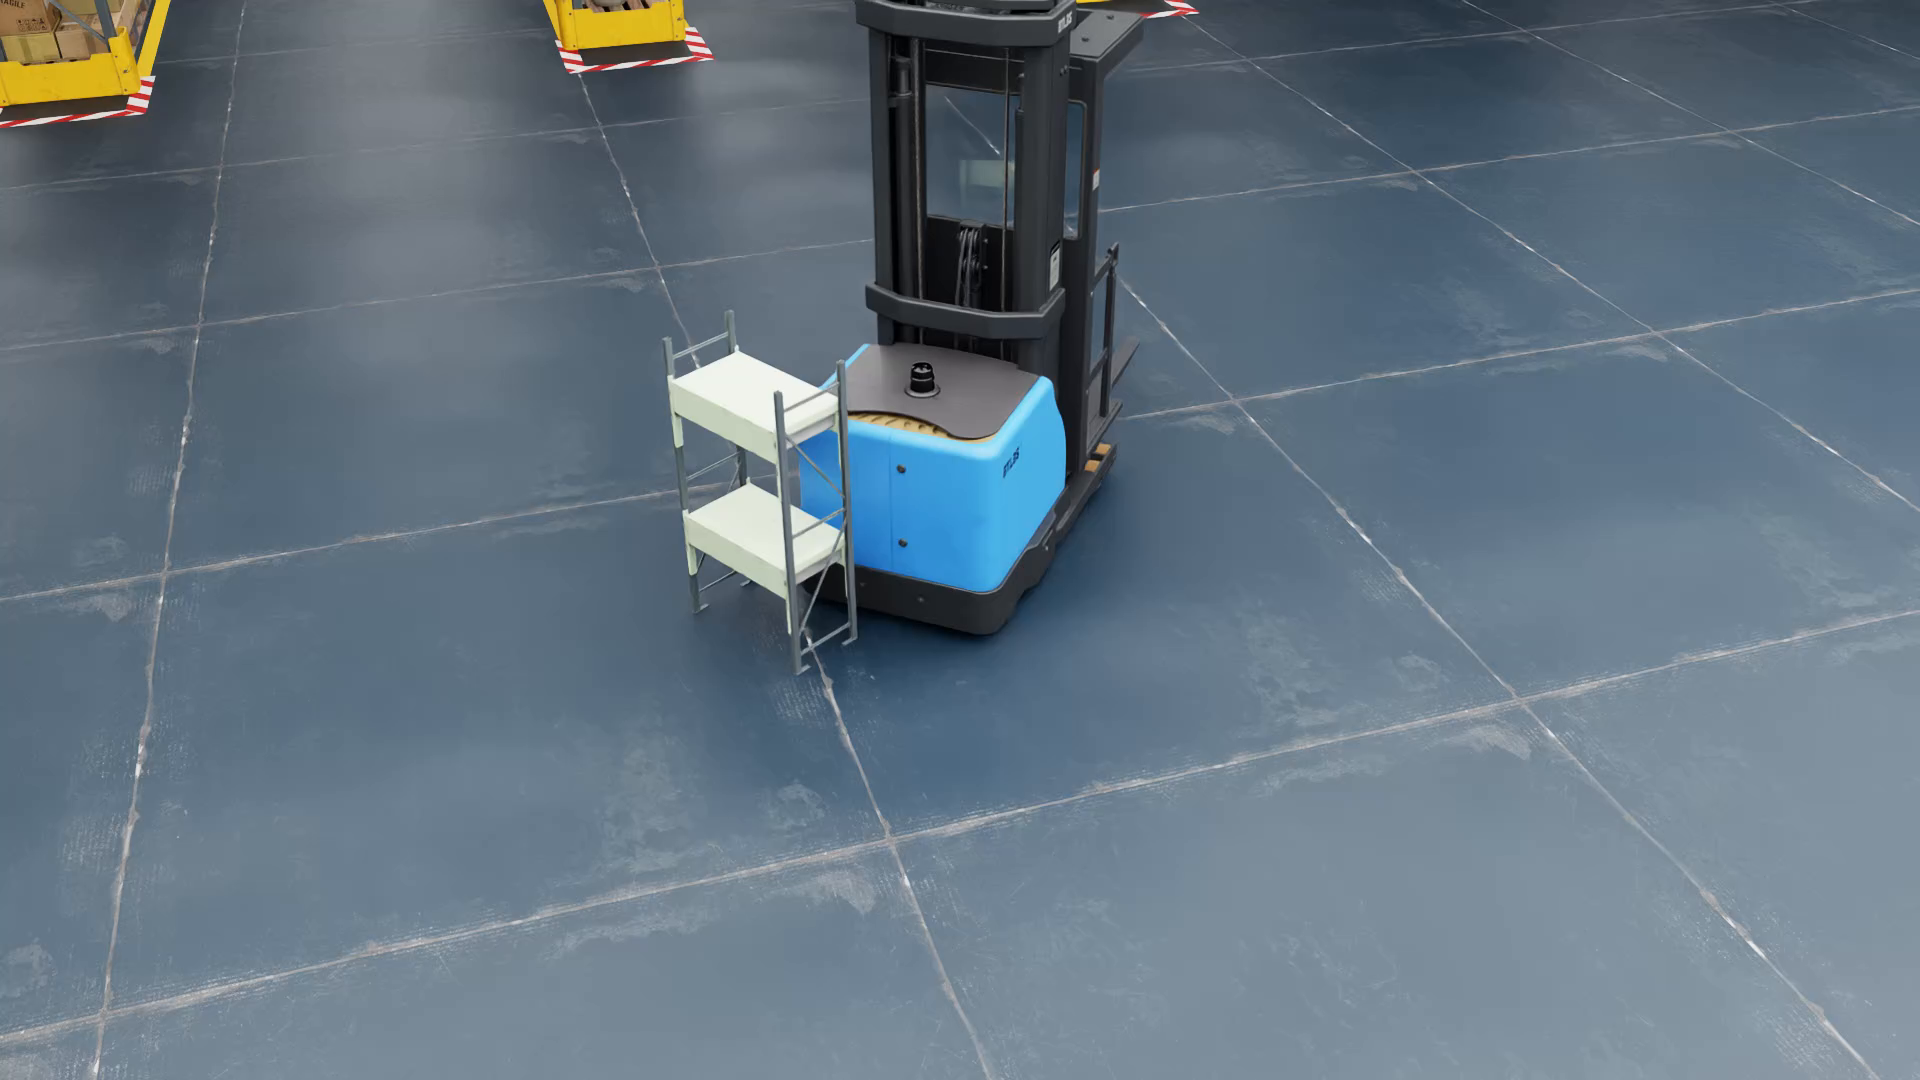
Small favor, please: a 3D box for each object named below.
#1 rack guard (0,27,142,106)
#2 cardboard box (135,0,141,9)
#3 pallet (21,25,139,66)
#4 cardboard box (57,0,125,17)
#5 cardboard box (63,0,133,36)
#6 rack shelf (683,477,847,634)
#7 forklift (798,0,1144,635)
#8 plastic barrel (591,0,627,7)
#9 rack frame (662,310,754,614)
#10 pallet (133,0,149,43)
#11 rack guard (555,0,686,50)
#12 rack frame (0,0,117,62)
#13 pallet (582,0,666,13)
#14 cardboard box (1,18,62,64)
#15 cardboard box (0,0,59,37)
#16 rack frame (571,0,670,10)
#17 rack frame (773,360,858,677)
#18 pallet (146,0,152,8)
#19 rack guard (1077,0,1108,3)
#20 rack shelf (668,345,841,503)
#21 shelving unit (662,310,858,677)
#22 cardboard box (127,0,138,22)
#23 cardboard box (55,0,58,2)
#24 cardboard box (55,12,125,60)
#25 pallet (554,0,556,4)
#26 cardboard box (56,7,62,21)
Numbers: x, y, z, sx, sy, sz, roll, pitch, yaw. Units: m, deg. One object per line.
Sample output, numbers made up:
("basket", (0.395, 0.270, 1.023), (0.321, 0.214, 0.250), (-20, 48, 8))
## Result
("rack guard", (-7.890, -4.159, 14.590), (1.175, 0.500, 0.348), (-10, 35, -15))
("cardboard box", (-8.305, -5.349, 16.237), (0.500, 0.250, 0.500), (-10, 35, -15))
("pallet", (-8.170, -4.445, 15.285), (1.003, 0.211, 1.213), (-10, 35, -15))
("cardboard box", (-8.003, -5.136, 15.235), (0.500, 0.500, 0.500), (-10, 35, -15))
("cardboard box", (-8.005, -4.823, 15.441), (0.500, 0.250, 0.500), (-10, 35, -15))
("rack shelf", (-0.908, 0.064, 7.883), (0.720, 0.370, 0.431), (27, 42, 34))
("forklift", (0.235, -1.576, 8.476), (1.130, 2.935, 3.031), (12, 35, 18))
("plastic barrel", (-3.452, -5.515, 16.251), (0.421, 0.512, 0.421), (0, 33, 0))
("rack frame", (-1.178, -0.344, 7.909), (0.023, 1.500, 0.400), (27, 42, 34))
("pallet", (-8.539, -5.085, 16.253), (1.003, 0.211, 1.213), (-10, 35, -15))
("rack guard", (-3.246, -5.034, 15.915), (1.175, 0.500, 0.348), (-10, 35, -15))
("rack frame", (-7.897, -5.214, 13.920), (1.000, 3.000, 0.127), (-10, 35, -15))
("pallet", (-3.489, -5.341, 16.641), (1.003, 0.211, 1.213), (-10, 35, -15))
("cardboard box", (-8.342, -4.474, 14.913), (0.500, 0.250, 0.500), (-10, 35, -15))
("cardboard box", (-8.344, -4.786, 14.706), (0.500, 0.500, 0.500), (-10, 35, -15))
("rack frame", (-3.179, -6.045, 15.177), (1.000, 3.000, 0.127), (-10, 35, -15))
("rack frame", (-0.639, -0.071, 7.496), (0.023, 1.500, 0.400), (27, 42, 34))
("pallet", (-8.914, -5.726, 17.224), (1.003, 0.211, 1.213), (-10, 35, -15))
("rack guard", (1.515, -5.875, 17.187), (1.175, 0.500, 0.348), (-10, 35, -15))
("rack shelf", (-0.909, -0.533, 7.487), (0.720, 0.370, 0.431), (27, 42, 34))
("shelving unit", (-0.909, -0.208, 7.703), (0.755, 1.500, 0.431), (27, 42, 34))
("cardboard box", (-8.157, -5.085, 15.838), (0.500, 0.250, 0.500), (-10, 35, -15))
("cardboard box", (-8.663, -5.309, 15.496), (0.500, 0.500, 0.500), (-10, 35, -15))
("cardboard box", (-7.849, -4.561, 15.045), (0.500, 0.250, 0.500), (-10, 35, -15))
("pallet", (-3.858, -5.980, 17.609), (1.003, 0.211, 1.213), (-10, 35, -15))
("cardboard box", (-8.506, -4.734, 15.307), (0.500, 0.250, 0.500), (-10, 35, -15))
